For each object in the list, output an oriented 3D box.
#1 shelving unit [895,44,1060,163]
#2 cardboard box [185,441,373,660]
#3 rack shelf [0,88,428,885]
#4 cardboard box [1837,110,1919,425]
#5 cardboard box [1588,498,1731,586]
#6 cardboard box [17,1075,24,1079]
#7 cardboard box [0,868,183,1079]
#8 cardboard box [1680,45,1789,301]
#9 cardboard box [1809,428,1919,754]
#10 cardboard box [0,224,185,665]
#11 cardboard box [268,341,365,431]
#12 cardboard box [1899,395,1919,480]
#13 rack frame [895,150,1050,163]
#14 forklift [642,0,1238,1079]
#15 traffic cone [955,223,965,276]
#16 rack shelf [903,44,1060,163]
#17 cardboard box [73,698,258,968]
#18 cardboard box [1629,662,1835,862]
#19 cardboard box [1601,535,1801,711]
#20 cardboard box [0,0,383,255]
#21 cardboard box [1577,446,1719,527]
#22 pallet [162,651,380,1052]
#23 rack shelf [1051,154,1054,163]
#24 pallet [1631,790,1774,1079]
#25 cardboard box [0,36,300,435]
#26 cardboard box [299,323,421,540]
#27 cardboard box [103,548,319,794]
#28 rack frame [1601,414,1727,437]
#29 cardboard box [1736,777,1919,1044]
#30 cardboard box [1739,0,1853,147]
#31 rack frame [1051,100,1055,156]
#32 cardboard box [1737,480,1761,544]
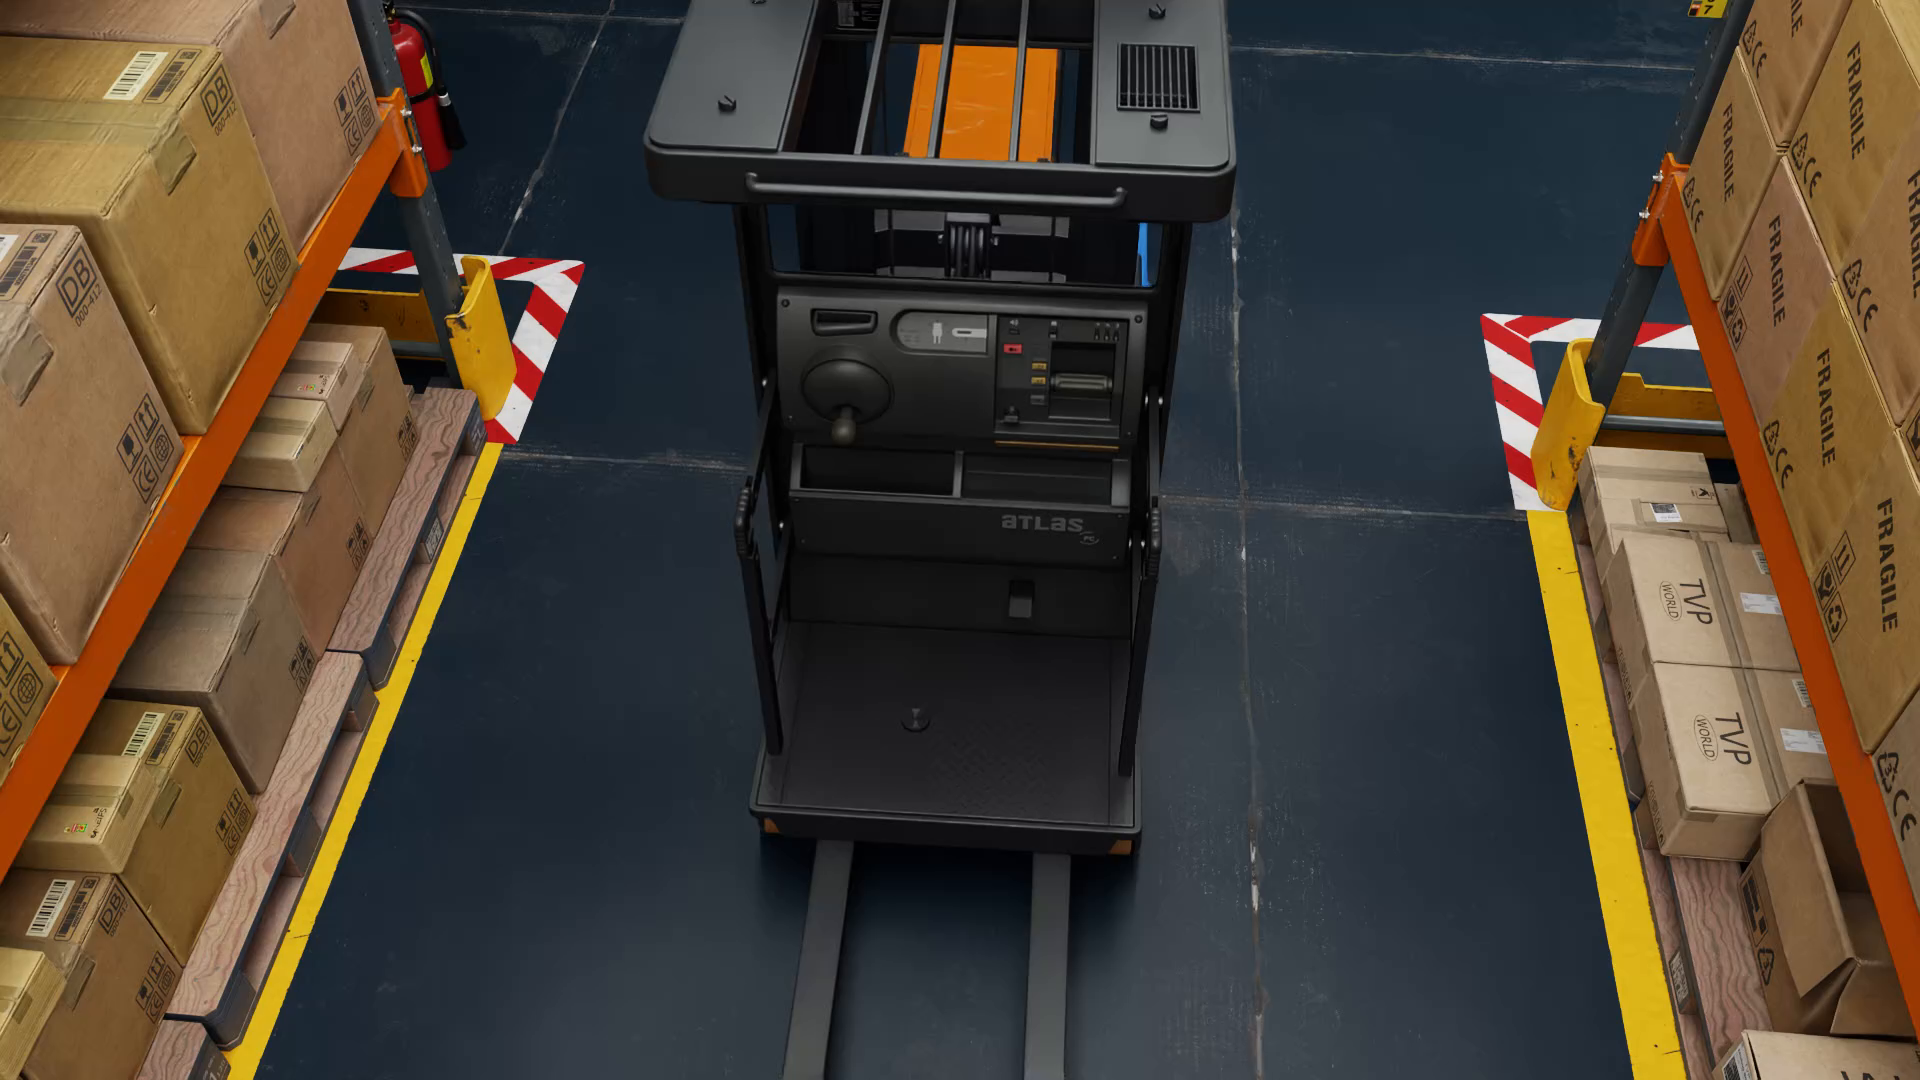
[{"bbox_3d":[0.077,-1.230,6.113,0.538,1.125,1.048,3,48,3],"label":"shelving unit"},{"bbox_3d":[-2.293,-0.002,5.128,0.700,0.500,0.500,4,48,3],"label":"cardboard box"},{"bbox_3d":[-2.465,0.120,4.095,1.077,0.370,4.000,4,48,4],"label":"rack shelf"},{"bbox_3d":[2.257,-0.573,3.496,0.500,0.500,0.500,4,48,4],"label":"cardboard box"},{"bbox_3d":[2.247,0.014,5.326,0.380,0.166,0.250,4,48,4],"label":"cardboard box"},{"bbox_3d":[-2.477,1.506,3.749,0.700,0.500,0.500,4,48,4],"label":"cardboard box"},{"bbox_3d":[-2.428,1.137,4.087,0.700,0.500,0.500,3,48,3],"label":"cardboard box"},{"bbox_3d":[2.347,-0.988,4.553,0.500,0.500,0.500,5,48,4],"label":"cardboard box"},{"bbox_3d":[2.210,0.128,3.533,0.500,0.500,0.500,4,48,4],"label":"cardboard box"},{"bbox_3d":[-2.453,-0.223,3.718,0.980,0.700,0.700,2,48,2],"label":"cardboard box"},{"bbox_3d":[-2.078,-0.482,5.128,0.380,0.149,0.250,3,48,3],"label":"cardboard box"},{"bbox_3d":[2.211,-0.200,3.155,0.500,0.500,0.500,3,48,3],"label":"cardboard box"},{"bbox_3d":[0.041,-0.856,5.771,0.500,1.125,0.032,3,48,3],"label":"rack frame"},{"bbox_3d":[-0.012,-0.325,4.061,1.130,2.935,3.031,3,48,3],"label":"forklift"},{"bbox_3d":[-0.015,-0.412,4.658,0.062,1.202,0.307,4,48,4],"label":"traffic cone"},{"bbox_3d":[0.077,-1.428,5.897,0.538,0.278,1.000,3,48,3],"label":"rack shelf"},{"bbox_3d":[-2.379,0.760,4.431,0.700,0.500,0.500,5,48,4],"label":"cardboard box"},{"bbox_3d":[2.227,0.633,4.704,0.500,0.250,0.500,4,48,4],"label":"cardboard box"},{"bbox_3d":[2.273,0.265,5.040,0.500,0.250,0.500,4,48,4],"label":"cardboard box"},{"bbox_3d":[-2.320,-1.318,4.720,0.980,0.700,0.700,6,48,5],"label":"cardboard box"},{"bbox_3d":[2.270,-0.164,5.501,0.380,0.149,0.250,4,48,4],"label":"cardboard box"},{"bbox_3d":[-2.392,0.835,4.843,1.003,0.211,1.213,4,48,4],"label":"pallet"},{"bbox_3d":[0.077,-1.065,6.293,0.538,0.278,1.000,3,48,3],"label":"rack shelf"},{"bbox_3d":[2.458,1.215,4.496,1.003,0.211,1.213,4,48,4],"label":"pallet"},{"bbox_3d":[-2.375,-0.783,4.230,0.980,0.700,0.700,4,48,3],"label":"cardboard box"},{"bbox_3d":[-2.247,-0.370,5.465,0.700,0.500,0.500,4,48,4],"label":"cardboard box"},{"bbox_3d":[-2.338,0.368,4.790,0.700,0.500,0.500,2,48,2],"label":"cardboard box"},{"bbox_3d":[2.647,-1.262,4.872,0.949,2.616,0.053,4,48,4],"label":"rack frame"},{"bbox_3d":[2.452,0.990,4.205,0.797,0.503,0.637,4,48,4],"label":"cardboard box"},{"bbox_3d":[2.347,-1.325,4.184,0.500,0.500,0.500,5,48,5],"label":"cardboard box"},{"bbox_3d":[0.113,-1.605,6.455,0.500,1.125,0.032,3,48,3],"label":"rack frame"},{"bbox_3d":[2.846,-0.151,5.251,0.500,0.500,0.500,4,48,4],"label":"cardboard box"}]
